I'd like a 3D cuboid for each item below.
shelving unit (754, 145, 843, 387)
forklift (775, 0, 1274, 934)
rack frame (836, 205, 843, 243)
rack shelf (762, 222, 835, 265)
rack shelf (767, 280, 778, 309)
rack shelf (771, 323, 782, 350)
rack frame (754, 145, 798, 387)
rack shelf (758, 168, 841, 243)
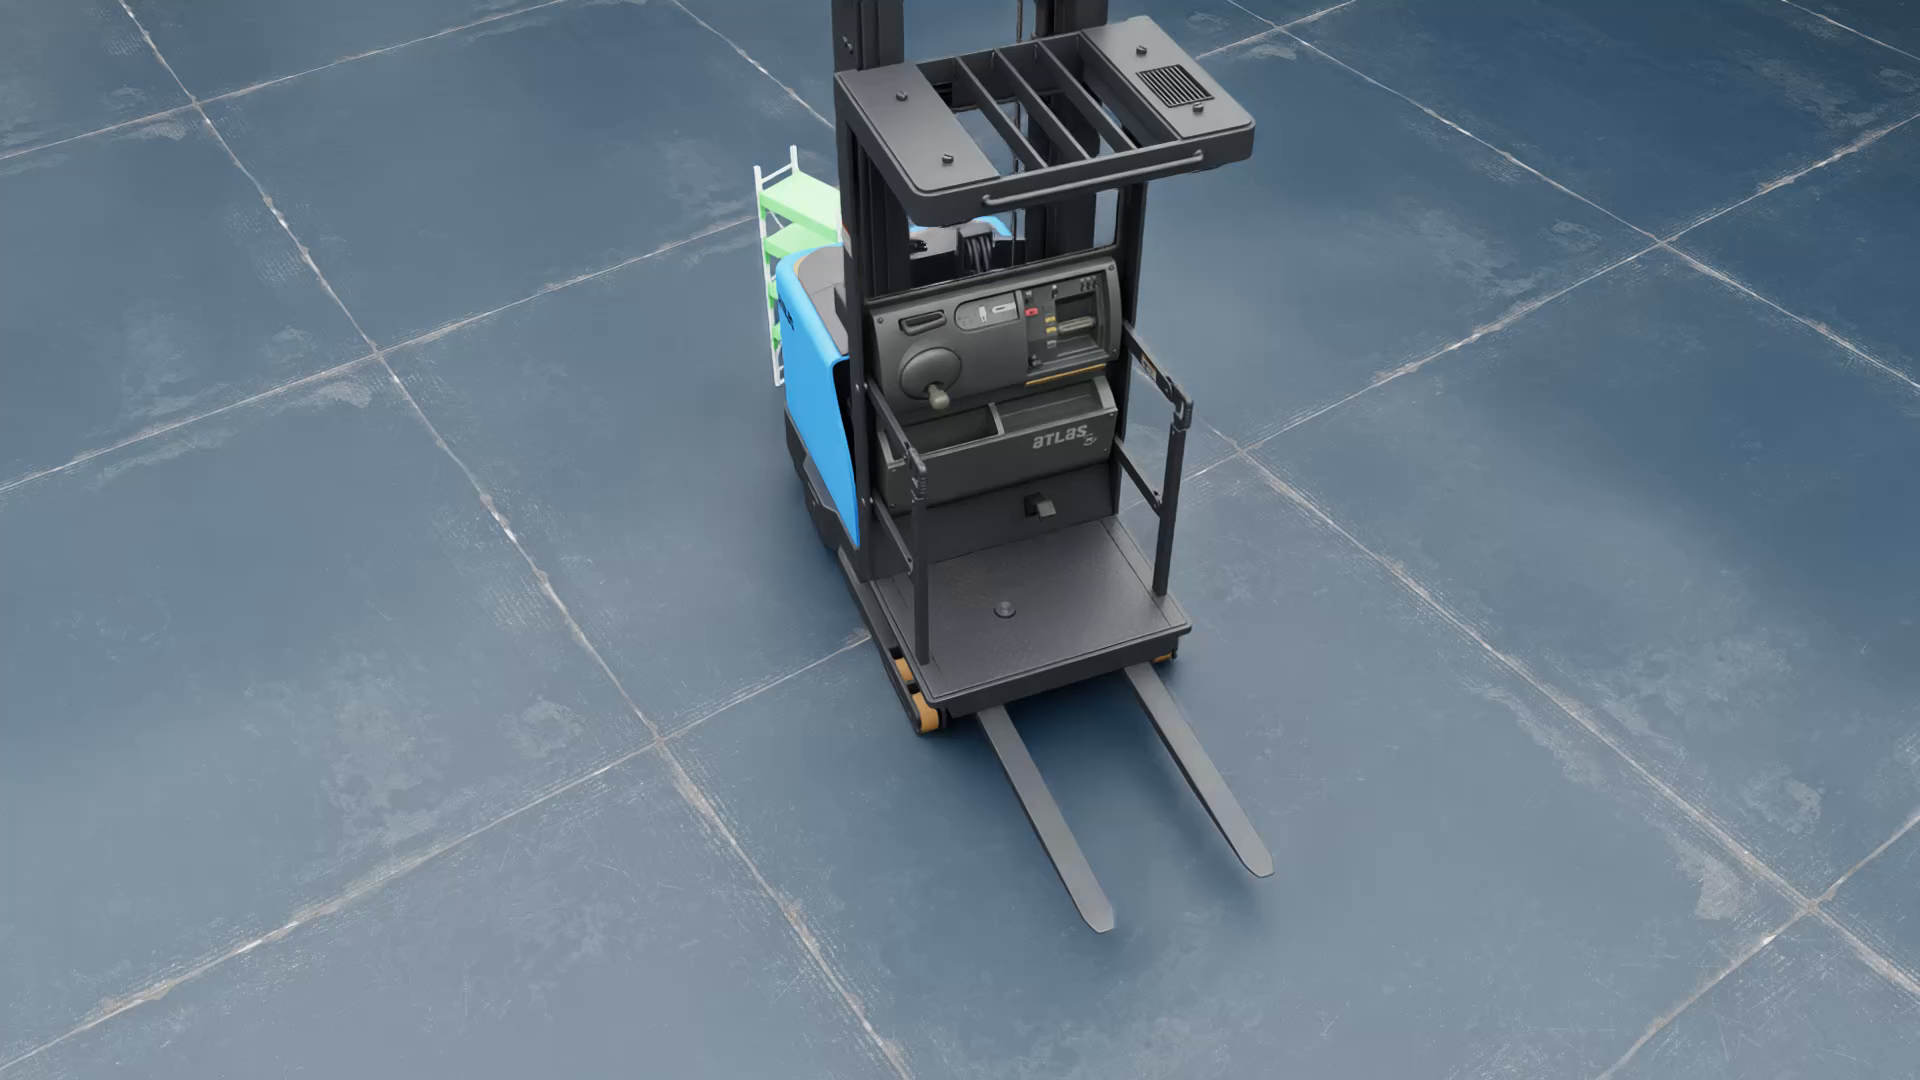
[{"bbox_3d":[-0.622,-1.129,7.554,0.503,1.200,0.258,31,52,28],"label":"shelving unit"},{"bbox_3d":[0.222,-0.644,5.793,1.130,2.935,3.031,-15,46,-15],"label":"forklift"},{"bbox_3d":[-0.437,-1.018,7.439,0.015,1.200,0.240,31,52,28],"label":"rack frame"},{"bbox_3d":[-0.622,-1.256,7.433,0.480,0.148,0.258,31,52,28],"label":"rack shelf"},{"bbox_3d":[-0.622,-1.082,7.598,0.480,0.148,0.258,31,52,28],"label":"rack shelf"},{"bbox_3d":[-0.622,-0.909,7.764,0.480,0.148,0.258,31,52,28],"label":"rack shelf"},{"bbox_3d":[-0.806,-1.239,7.670,0.015,1.200,0.240,31,52,28],"label":"rack frame"},{"bbox_3d":[-0.622,-1.430,7.267,0.480,0.148,0.258,31,52,28],"label":"rack shelf"}]
